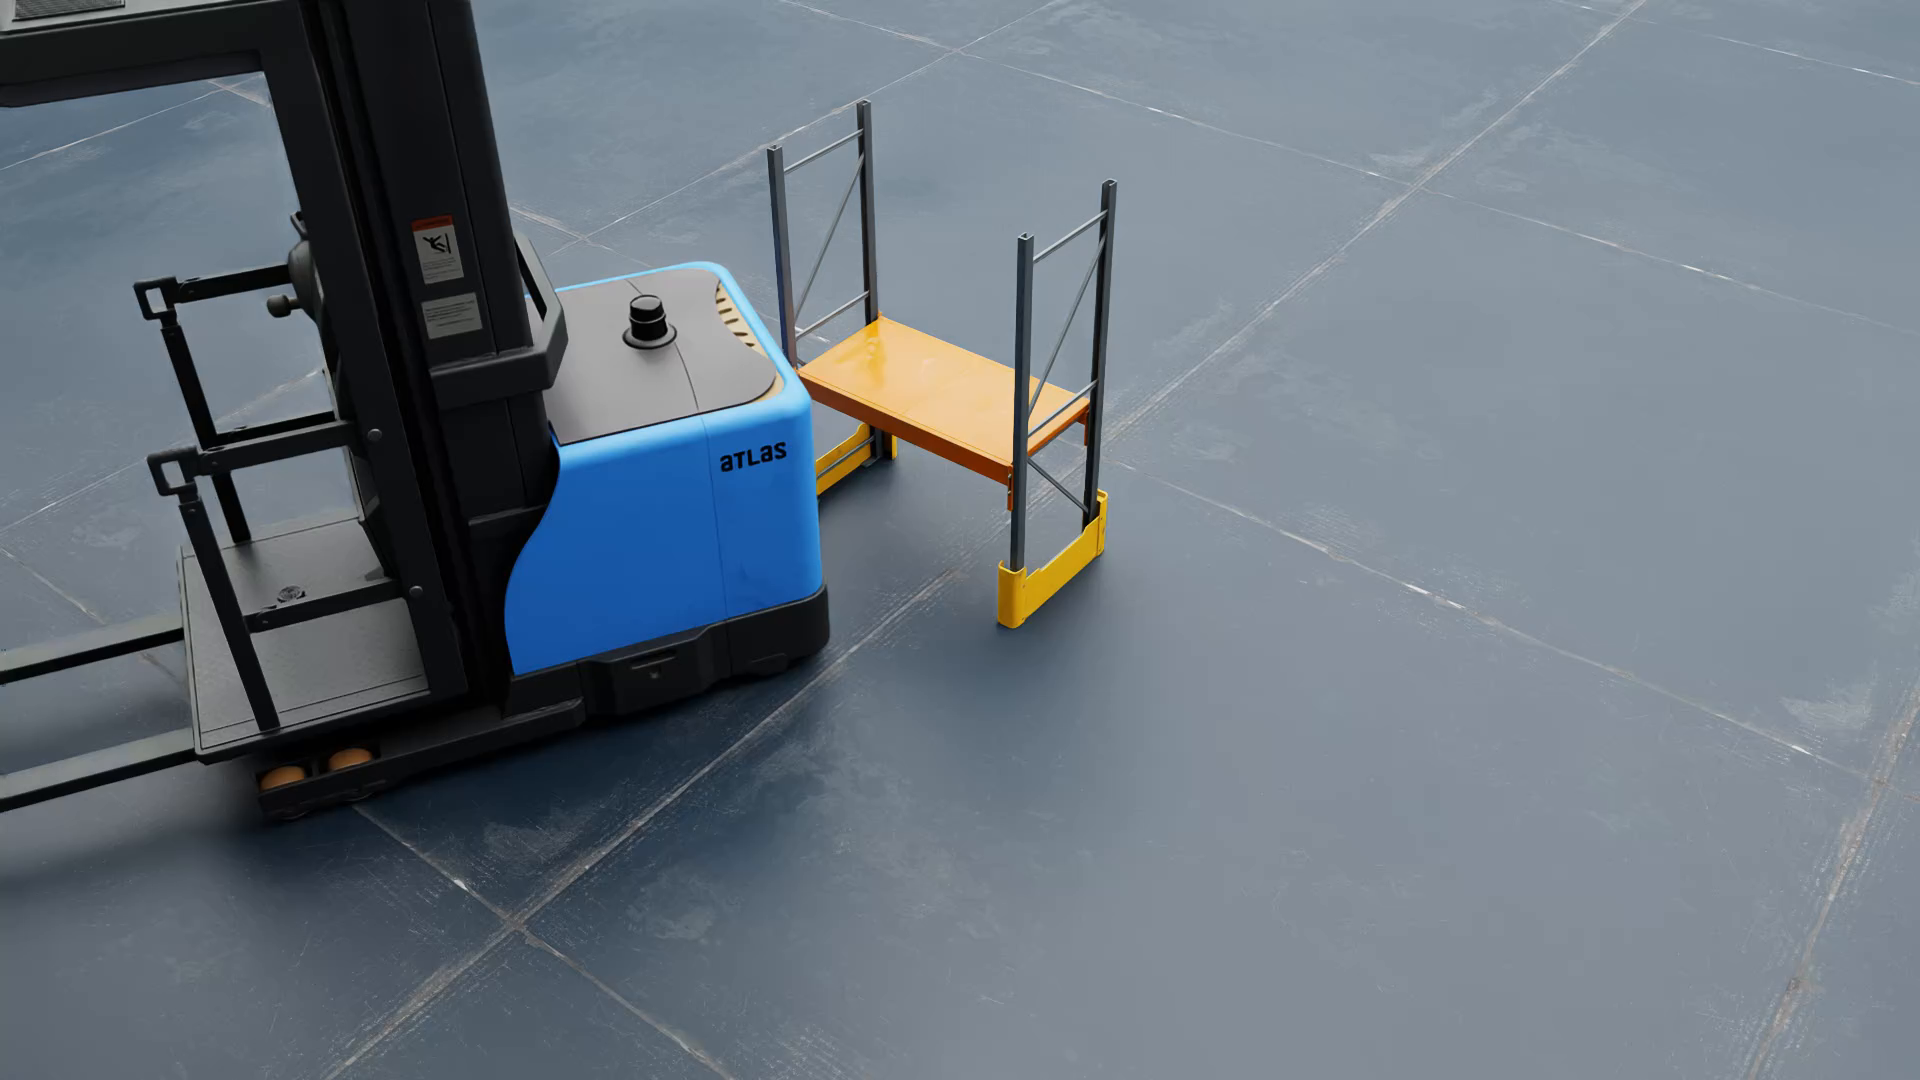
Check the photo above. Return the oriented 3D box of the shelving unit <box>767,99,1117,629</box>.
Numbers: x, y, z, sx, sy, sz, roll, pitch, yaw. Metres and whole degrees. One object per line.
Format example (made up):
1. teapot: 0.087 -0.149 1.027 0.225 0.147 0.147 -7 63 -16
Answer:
1. shelving unit: -0.061 -0.619 5.824 1.083 1.500 0.587 25 45 29

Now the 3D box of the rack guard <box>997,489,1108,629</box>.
1. rack guard: 0.335 0.060 5.971 0.087 0.250 0.587 25 45 29

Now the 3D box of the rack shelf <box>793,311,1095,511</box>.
1. rack shelf: -0.068 -0.481 5.939 1.000 0.185 0.538 25 45 29

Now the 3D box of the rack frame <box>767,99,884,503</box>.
1. rack frame: -0.472 -0.813 6.072 0.032 1.500 0.500 25 45 29

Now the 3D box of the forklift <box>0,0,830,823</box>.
1. forklift: -2.011 -0.662 4.717 3.031 2.935 1.130 -15 40 -18

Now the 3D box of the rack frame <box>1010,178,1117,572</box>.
1. rack frame: 0.336 -0.432 5.585 0.032 1.500 0.500 25 45 29

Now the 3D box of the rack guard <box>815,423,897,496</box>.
1. rack guard: -0.456 -0.313 6.448 0.087 0.250 0.587 25 45 29
